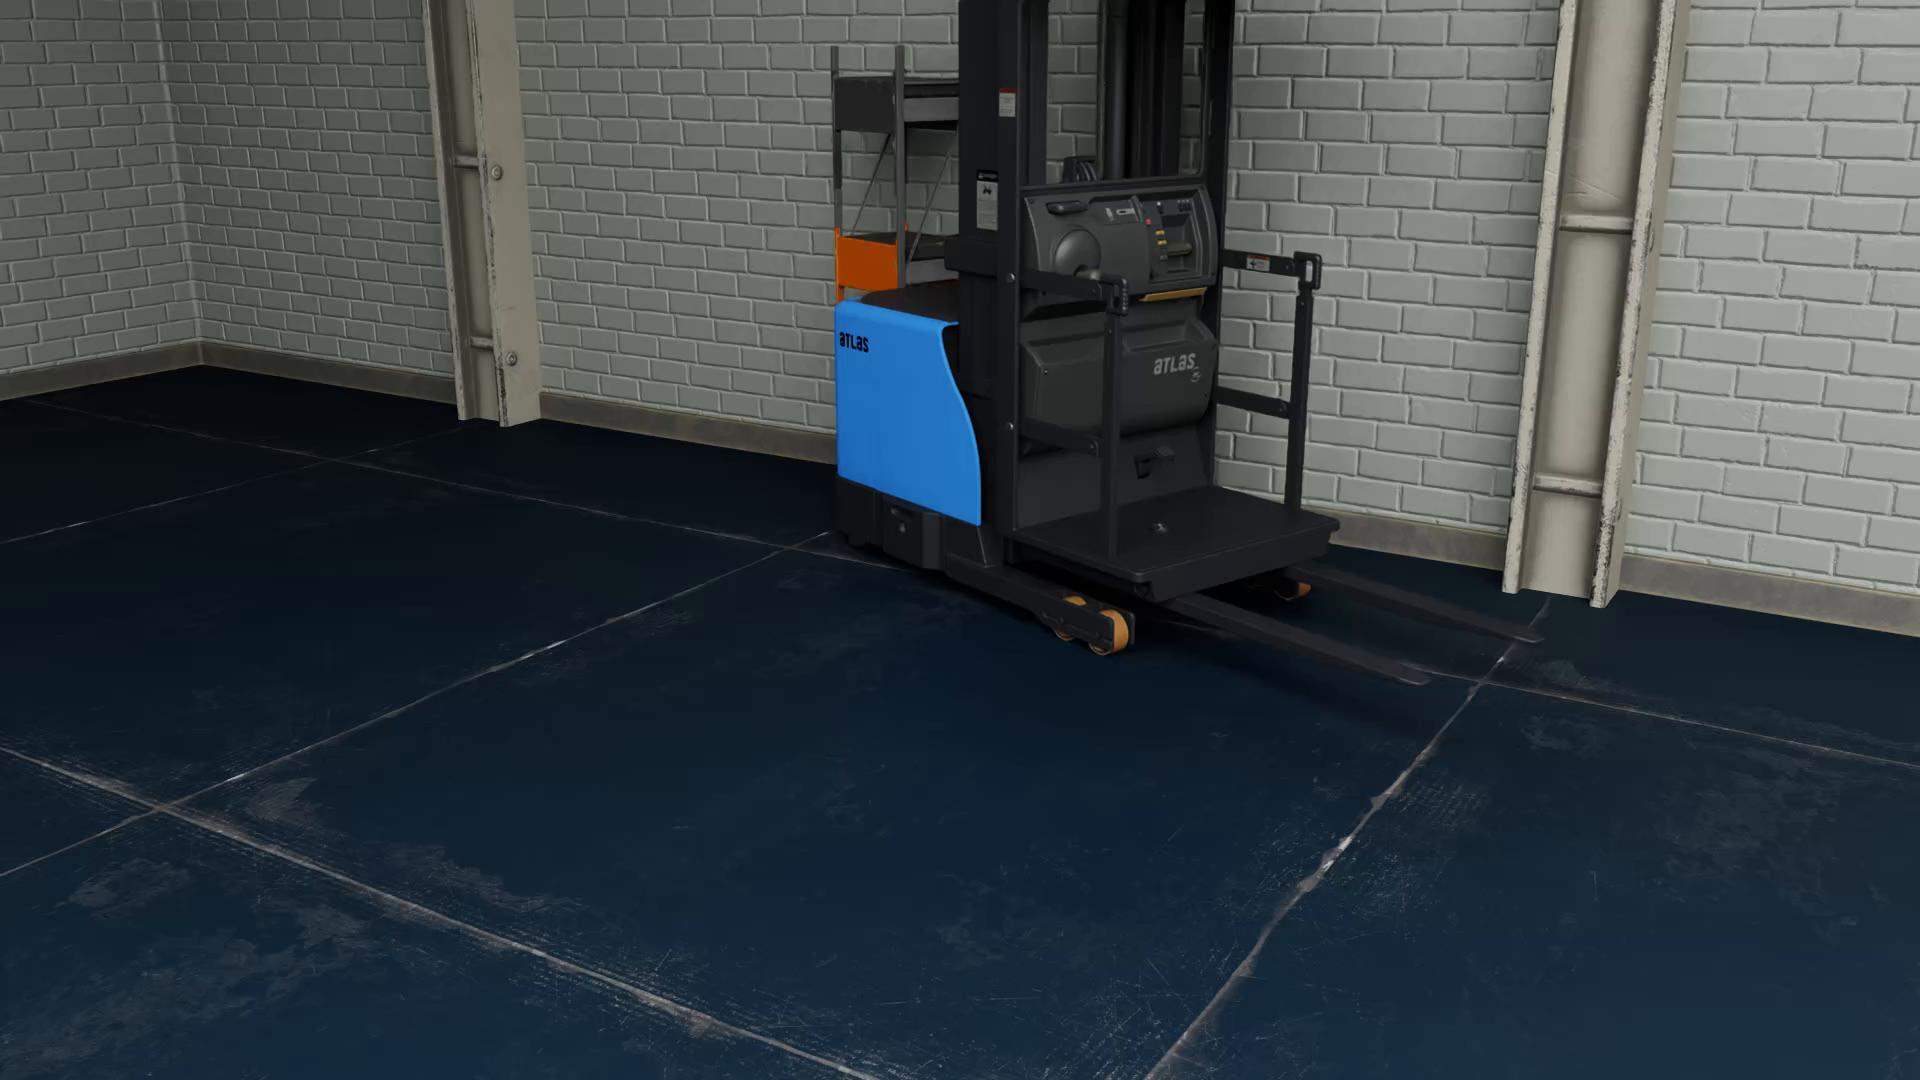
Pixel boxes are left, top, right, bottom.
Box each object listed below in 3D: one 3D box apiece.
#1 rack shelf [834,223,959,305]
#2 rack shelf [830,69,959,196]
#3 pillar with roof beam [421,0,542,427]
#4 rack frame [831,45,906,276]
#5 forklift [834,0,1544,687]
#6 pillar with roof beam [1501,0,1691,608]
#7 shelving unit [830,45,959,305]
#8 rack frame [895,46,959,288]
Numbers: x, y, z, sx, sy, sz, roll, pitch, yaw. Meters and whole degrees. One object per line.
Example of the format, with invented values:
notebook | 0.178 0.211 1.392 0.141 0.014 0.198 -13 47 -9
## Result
rack shelf | -0.264 -1.162 7.641 0.431 0.518 0.480 -13 21 -36
rack shelf | -0.264 -1.832 7.438 0.431 0.518 0.480 -13 21 -36
pillar with roof beam | -4.936 -3.953 4.913 0.400 9.000 9.100 10 20 30
rack frame | -0.415 -1.231 7.821 0.400 2.100 0.015 -13 21 -36
forklift | 0.751 -1.147 6.114 1.130 2.935 3.031 -13 21 -36
pillar with roof beam | 0.176 -3.041 1.909 0.400 9.000 9.100 10 20 30
shelving unit | -0.264 -1.175 7.637 0.431 2.100 0.503 -13 21 -36
rack frame | -0.114 -1.119 7.453 0.400 2.100 0.015 -13 21 -36
